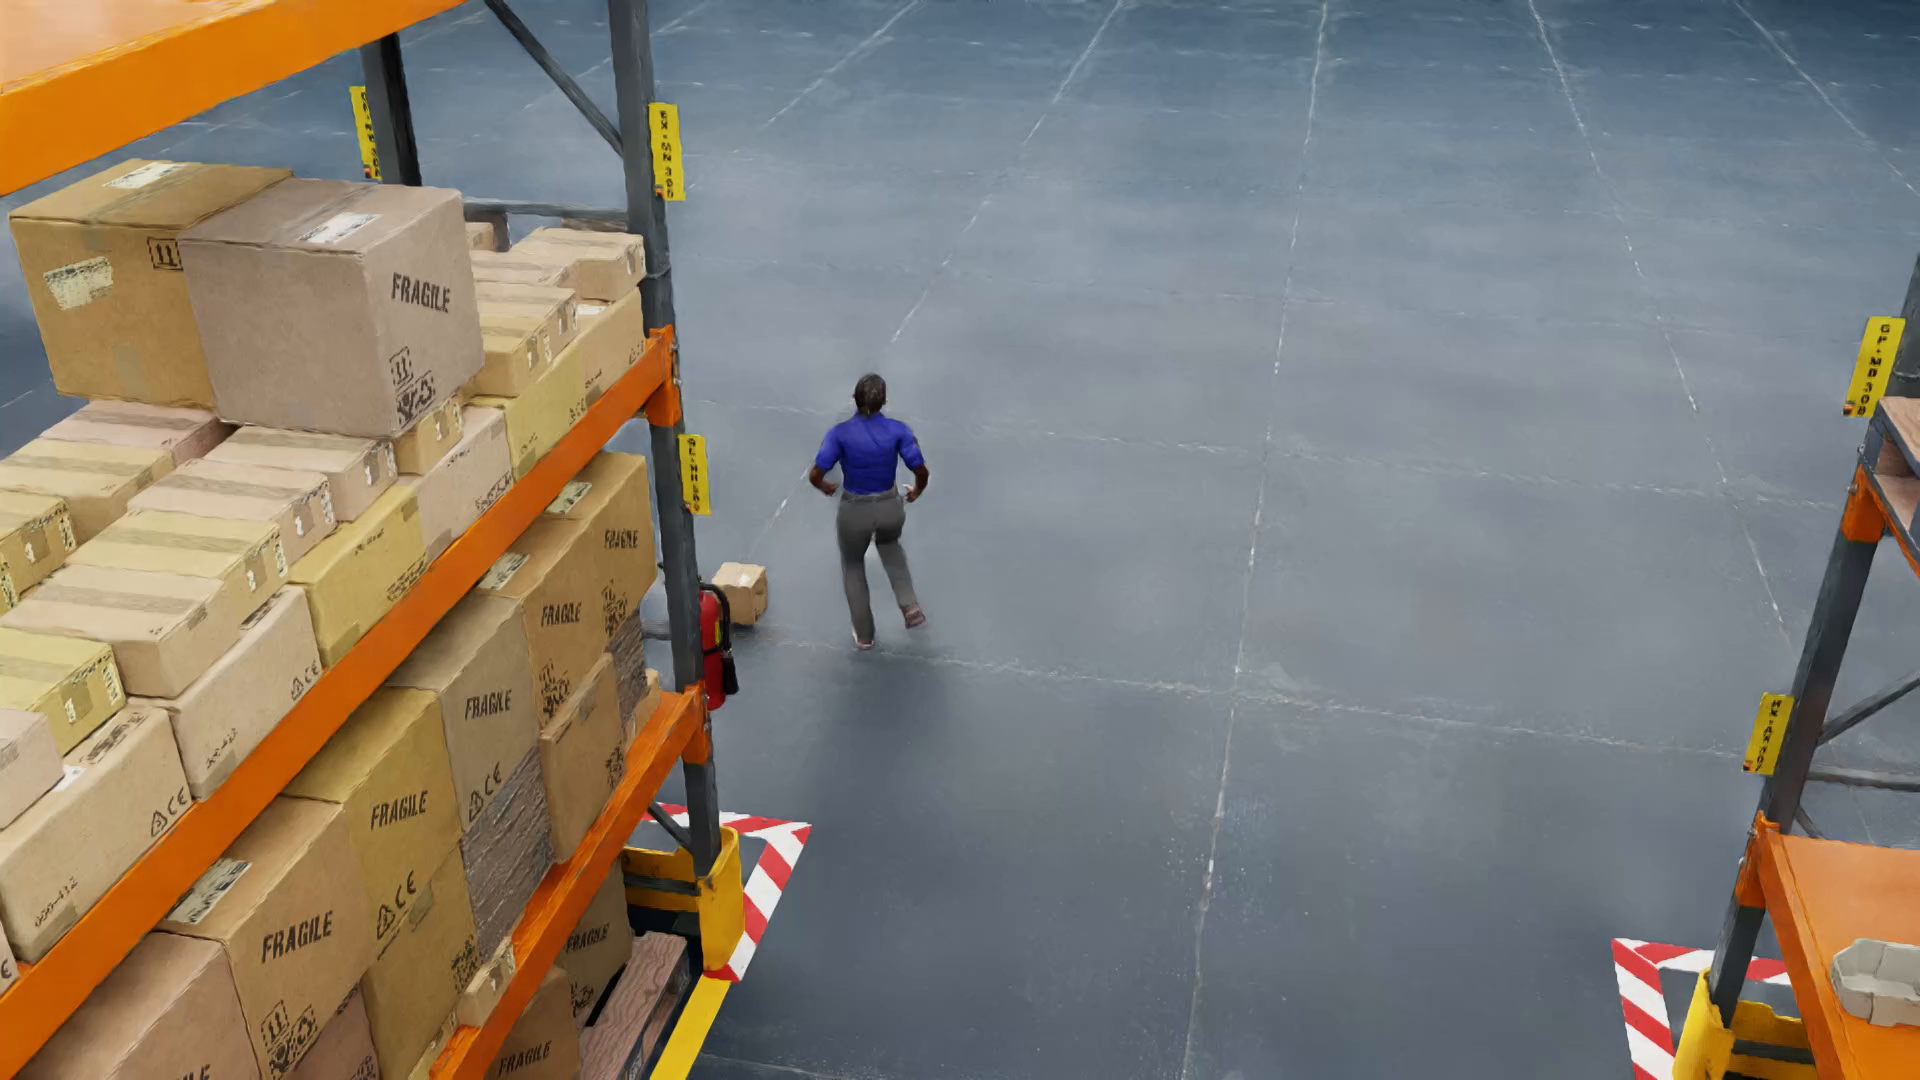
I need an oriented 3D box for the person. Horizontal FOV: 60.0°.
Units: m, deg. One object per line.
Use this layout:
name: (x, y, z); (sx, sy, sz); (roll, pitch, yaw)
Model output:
person: (-0.510, -0.166, 8.963); (0.621, 1.627, 0.472); (-9, 30, -15)
